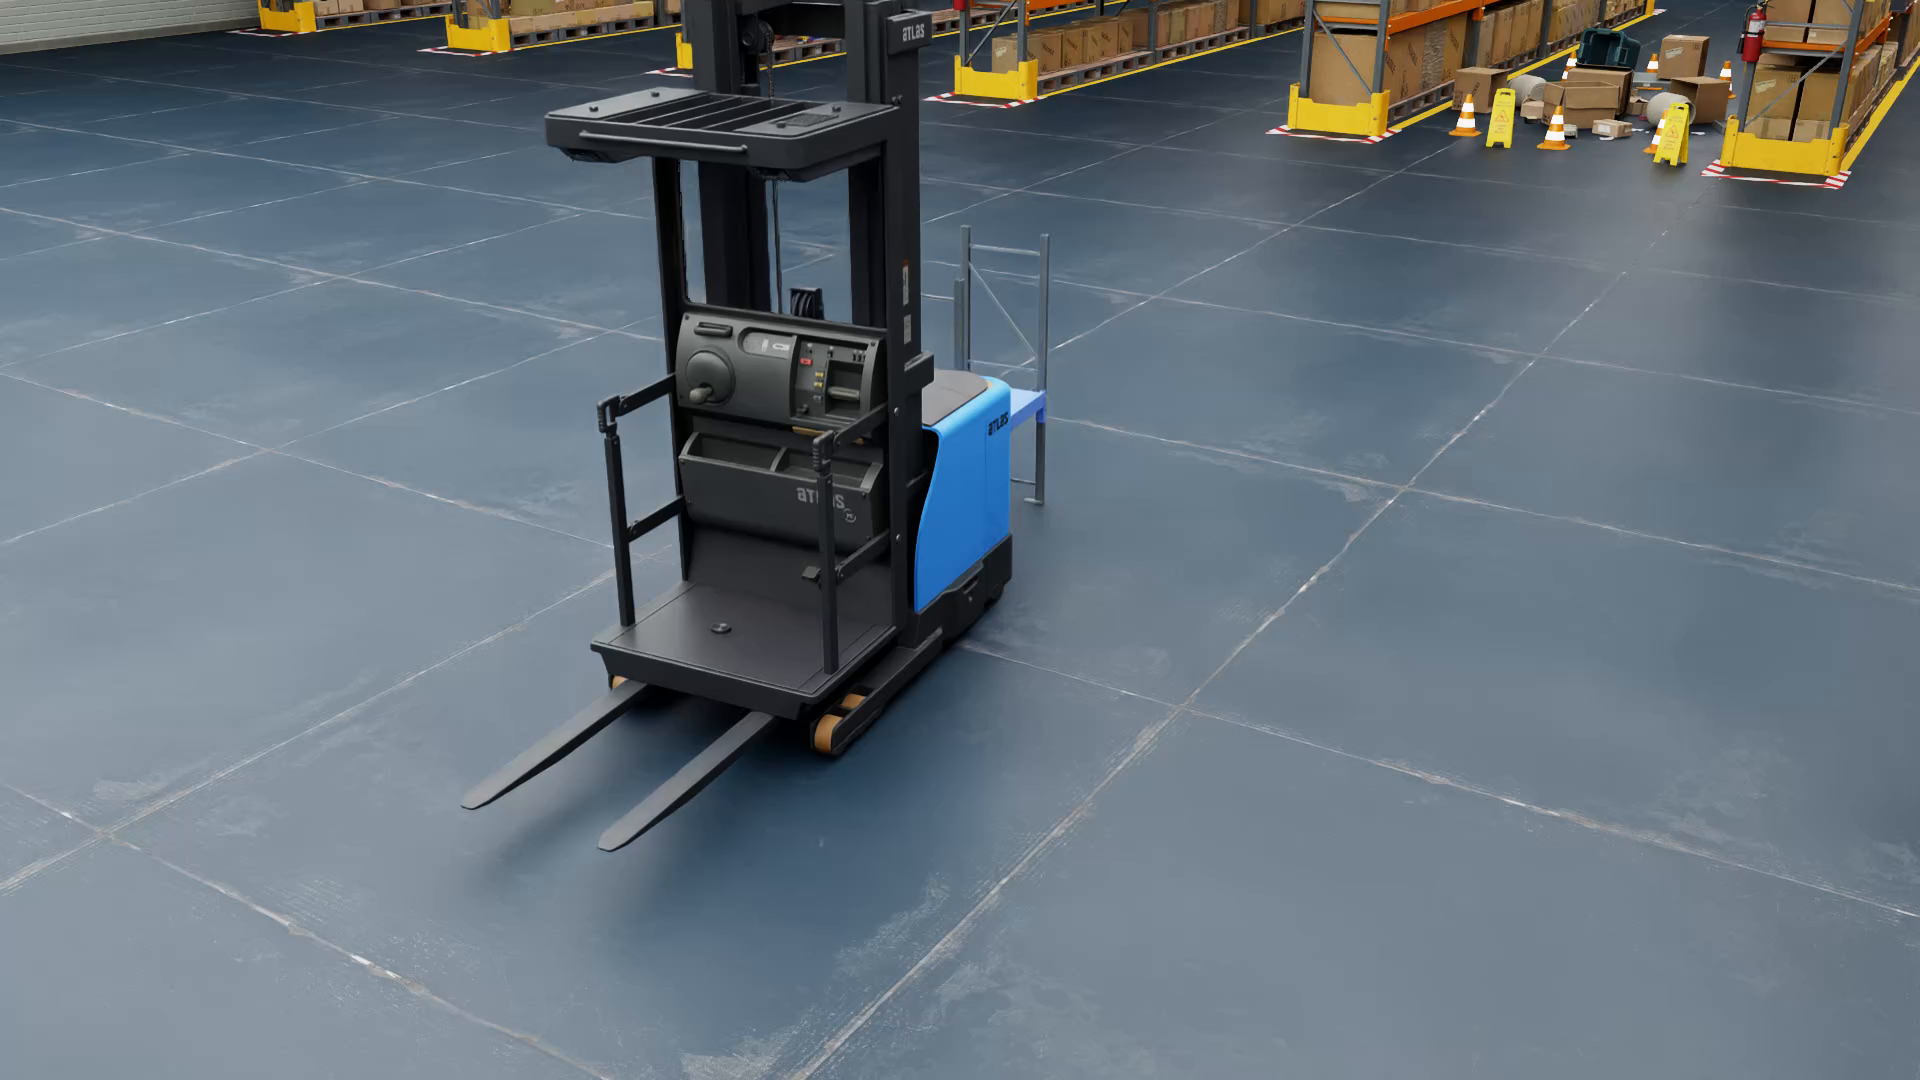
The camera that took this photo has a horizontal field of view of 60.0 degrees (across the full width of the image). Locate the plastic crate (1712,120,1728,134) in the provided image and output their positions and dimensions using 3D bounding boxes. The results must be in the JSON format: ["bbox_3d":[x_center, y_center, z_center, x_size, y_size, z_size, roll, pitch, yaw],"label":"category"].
[{"bbox_3d":[9.454,-5.045,20.304,0.402,0.080,0.583,5,24,11],"label":"plastic crate"}]

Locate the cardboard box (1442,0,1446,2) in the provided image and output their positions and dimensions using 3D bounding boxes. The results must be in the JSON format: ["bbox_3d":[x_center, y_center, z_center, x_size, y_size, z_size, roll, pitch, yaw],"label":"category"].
[{"bbox_3d":[5.880,-7.340,21.741,0.875,0.550,0.550,14,27,29],"label":"cardboard box"}]

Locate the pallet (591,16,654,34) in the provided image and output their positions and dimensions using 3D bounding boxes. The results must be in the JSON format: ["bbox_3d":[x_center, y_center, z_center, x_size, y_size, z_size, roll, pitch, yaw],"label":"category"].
[{"bbox_3d":[-6.309,-9.358,30.101,1.003,0.211,1.213,14,27,29],"label":"pallet"}]

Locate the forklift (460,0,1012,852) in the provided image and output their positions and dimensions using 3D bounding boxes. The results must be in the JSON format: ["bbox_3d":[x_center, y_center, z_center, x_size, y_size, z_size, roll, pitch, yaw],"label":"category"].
[{"bbox_3d":[-0.843,-0.670,6.608,1.130,2.935,3.031,11,26,24],"label":"forklift"}]

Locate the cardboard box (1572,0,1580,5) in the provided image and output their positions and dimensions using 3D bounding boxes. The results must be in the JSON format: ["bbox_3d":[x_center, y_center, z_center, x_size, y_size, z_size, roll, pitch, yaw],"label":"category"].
[{"bbox_3d":[9.939,-9.004,27.447,0.500,0.250,0.500,14,27,29],"label":"cardboard box"}]

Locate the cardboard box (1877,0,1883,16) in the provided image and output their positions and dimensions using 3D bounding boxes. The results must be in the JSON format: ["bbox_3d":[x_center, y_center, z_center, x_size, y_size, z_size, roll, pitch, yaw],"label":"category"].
[{"bbox_3d":[10.154,-6.198,18.792,0.500,0.500,0.500,13,27,28],"label":"cardboard box"}]

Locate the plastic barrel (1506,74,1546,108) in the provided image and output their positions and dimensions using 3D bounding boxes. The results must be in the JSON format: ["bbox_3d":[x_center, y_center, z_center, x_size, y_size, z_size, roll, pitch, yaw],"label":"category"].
[{"bbox_3d":[7.425,-5.860,21.753,0.421,0.421,0.512,-7,24,-17],"label":"plastic barrel"}]

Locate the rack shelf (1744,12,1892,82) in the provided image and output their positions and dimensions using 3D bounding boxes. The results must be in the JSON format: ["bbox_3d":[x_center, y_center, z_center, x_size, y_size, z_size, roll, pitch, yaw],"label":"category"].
[{"bbox_3d":[9.924,-5.738,19.135,1.077,0.370,4.000,14,27,29],"label":"rack shelf"}]

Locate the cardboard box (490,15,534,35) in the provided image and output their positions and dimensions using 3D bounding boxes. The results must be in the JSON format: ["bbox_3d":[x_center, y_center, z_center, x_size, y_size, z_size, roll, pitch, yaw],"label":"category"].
[{"bbox_3d":[-7.492,-8.612,27.801,0.500,0.250,0.500,14,27,29],"label":"cardboard box"}]

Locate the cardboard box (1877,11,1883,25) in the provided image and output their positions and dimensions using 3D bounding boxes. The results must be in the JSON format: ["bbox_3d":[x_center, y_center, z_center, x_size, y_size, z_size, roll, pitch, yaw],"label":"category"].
[{"bbox_3d":[10.535,-6.112,19.409,0.380,0.149,0.250,13,27,28],"label":"cardboard box"}]

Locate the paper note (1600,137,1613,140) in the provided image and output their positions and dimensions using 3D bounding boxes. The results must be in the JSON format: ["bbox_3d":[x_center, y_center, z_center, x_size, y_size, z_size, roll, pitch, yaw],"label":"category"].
[{"bbox_3d":[7.676,-4.767,19.723,0.148,0.019,0.142,5,24,11],"label":"paper note"}]

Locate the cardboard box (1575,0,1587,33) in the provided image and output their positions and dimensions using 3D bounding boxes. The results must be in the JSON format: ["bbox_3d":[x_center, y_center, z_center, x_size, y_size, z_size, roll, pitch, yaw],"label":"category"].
[{"bbox_3d":[10.219,-8.844,28.022,0.500,0.500,0.500,13,27,28],"label":"cardboard box"}]

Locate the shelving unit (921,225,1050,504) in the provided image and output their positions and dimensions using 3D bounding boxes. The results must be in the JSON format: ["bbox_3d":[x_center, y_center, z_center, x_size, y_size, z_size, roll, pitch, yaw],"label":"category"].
[{"bbox_3d":[0.013,-0.755,8.607,0.538,1.500,1.048,11,26,24],"label":"shelving unit"}]

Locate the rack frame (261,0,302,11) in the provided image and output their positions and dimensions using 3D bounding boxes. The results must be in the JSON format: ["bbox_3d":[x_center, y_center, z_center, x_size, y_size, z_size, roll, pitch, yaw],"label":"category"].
[{"bbox_3d":[-12.175,-10.584,29.423,1.000,3.000,0.127,14,27,29],"label":"rack frame"}]

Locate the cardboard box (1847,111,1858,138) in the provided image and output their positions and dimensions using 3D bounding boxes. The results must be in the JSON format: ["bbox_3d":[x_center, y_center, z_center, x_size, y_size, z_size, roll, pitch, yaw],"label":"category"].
[{"bbox_3d":[9.805,-4.709,18.785,0.500,0.250,0.500,15,28,31],"label":"cardboard box"}]

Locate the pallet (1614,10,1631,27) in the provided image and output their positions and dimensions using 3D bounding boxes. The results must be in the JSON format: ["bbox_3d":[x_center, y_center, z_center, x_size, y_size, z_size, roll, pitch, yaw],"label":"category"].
[{"bbox_3d":[11.907,-9.814,31.155,1.003,0.211,1.213,14,27,29],"label":"pallet"}]

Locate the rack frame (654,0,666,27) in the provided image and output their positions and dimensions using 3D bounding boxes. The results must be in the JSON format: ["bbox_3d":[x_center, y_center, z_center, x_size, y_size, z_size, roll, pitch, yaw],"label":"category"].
[{"bbox_3d":[-5.854,-10.897,30.147,1.000,3.000,0.127,14,27,29],"label":"rack frame"}]

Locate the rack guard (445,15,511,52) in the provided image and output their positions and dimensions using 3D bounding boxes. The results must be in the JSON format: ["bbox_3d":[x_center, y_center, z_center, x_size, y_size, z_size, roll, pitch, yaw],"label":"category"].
[{"bbox_3d":[-7.977,-8.392,27.506,1.175,0.500,0.348,14,27,29],"label":"rack guard"}]

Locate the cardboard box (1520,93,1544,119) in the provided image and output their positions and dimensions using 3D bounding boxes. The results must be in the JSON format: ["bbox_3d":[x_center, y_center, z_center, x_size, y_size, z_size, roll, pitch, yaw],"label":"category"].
[{"bbox_3d":[7.378,-5.526,21.180,0.396,0.266,0.258,20,30,38],"label":"cardboard box"}]

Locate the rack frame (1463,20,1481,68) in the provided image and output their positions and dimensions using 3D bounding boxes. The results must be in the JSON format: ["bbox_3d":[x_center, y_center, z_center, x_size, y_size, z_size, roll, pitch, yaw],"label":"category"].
[{"bbox_3d":[6.720,-7.747,22.868,1.000,3.000,0.127,14,27,29],"label":"rack frame"}]

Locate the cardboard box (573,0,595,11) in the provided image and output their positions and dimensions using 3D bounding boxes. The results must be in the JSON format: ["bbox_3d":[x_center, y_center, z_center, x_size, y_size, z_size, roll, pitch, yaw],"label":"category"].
[{"bbox_3d":[-6.699,-9.462,28.821,0.500,0.500,0.500,14,27,29],"label":"cardboard box"}]

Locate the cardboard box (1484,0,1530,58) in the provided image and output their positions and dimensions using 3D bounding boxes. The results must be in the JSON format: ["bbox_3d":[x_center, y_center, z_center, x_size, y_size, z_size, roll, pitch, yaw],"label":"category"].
[{"bbox_3d":[7.974,-7.774,25.236,1.050,0.750,0.750,14,27,30],"label":"cardboard box"}]

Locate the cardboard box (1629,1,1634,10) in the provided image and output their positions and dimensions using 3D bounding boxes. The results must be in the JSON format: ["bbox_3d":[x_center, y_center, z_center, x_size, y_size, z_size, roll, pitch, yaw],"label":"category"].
[{"bbox_3d":[12.487,-10.095,31.354,0.380,0.149,0.250,13,26,27],"label":"cardboard box"}]

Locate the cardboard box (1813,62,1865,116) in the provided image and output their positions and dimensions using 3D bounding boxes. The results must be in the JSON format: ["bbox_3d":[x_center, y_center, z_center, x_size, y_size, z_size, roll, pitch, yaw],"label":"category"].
[{"bbox_3d":[9.814,-5.068,18.670,0.500,0.500,0.500,13,26,27],"label":"cardboard box"}]

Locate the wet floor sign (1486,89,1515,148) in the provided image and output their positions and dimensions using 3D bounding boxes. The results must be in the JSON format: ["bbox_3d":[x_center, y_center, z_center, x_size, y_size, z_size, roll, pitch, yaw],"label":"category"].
[{"bbox_3d":[6.277,-4.891,19.237,0.267,0.644,0.232,9,25,20],"label":"wet floor sign"}]

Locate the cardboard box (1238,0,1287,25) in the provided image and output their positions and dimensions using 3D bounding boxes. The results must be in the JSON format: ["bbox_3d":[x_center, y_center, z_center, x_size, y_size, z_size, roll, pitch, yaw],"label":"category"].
[{"bbox_3d":[5.051,-9.616,29.333,1.225,0.875,0.875,12,26,27],"label":"cardboard box"}]

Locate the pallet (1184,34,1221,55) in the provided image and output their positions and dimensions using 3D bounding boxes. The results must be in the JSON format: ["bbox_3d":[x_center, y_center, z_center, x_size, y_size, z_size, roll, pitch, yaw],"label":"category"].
[{"bbox_3d":[3.612,-8.217,27.465,1.003,0.211,1.213,14,27,29],"label":"pallet"}]

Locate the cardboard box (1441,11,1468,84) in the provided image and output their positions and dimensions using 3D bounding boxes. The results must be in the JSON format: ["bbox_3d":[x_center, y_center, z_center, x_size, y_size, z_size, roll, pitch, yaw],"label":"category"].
[{"bbox_3d":[6.329,-6.767,22.751,0.875,0.875,0.875,14,27,30],"label":"cardboard box"}]

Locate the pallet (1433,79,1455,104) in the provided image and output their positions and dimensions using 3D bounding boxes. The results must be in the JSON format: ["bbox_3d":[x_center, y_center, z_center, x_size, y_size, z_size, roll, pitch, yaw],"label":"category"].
[{"bbox_3d":[6.253,-6.227,22.867,1.003,0.211,1.213,14,27,29],"label":"pallet"}]

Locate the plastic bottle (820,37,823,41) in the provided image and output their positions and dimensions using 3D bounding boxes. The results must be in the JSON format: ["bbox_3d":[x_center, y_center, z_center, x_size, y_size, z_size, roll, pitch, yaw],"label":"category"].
[{"bbox_3d":[-2.251,-8.155,26.781,0.097,0.201,0.097,0,23,0],"label":"plastic bottle"}]

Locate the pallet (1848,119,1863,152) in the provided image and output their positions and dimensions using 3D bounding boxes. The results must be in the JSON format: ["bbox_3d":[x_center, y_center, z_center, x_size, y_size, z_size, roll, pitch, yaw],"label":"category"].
[{"bbox_3d":[10.012,-4.816,19.609,1.003,0.211,1.213,14,27,29],"label":"pallet"}]

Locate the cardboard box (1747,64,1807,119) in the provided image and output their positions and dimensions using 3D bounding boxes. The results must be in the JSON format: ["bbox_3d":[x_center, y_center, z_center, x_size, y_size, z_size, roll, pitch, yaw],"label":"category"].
[{"bbox_3d":[9.070,-4.993,18.497,0.500,0.500,0.500,14,27,29],"label":"cardboard box"}]

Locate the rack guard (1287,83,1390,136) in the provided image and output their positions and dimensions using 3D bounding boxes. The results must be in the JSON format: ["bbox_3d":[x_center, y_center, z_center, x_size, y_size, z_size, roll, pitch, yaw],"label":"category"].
[{"bbox_3d":[4.598,-5.241,20.228,1.175,0.500,0.348,14,27,29],"label":"rack guard"}]

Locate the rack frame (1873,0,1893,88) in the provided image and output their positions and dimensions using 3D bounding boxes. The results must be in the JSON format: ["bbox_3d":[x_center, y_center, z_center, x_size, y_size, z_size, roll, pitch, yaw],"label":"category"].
[{"bbox_3d":[10.979,-6.743,20.551,1.000,3.000,0.127,14,27,29],"label":"rack frame"}]

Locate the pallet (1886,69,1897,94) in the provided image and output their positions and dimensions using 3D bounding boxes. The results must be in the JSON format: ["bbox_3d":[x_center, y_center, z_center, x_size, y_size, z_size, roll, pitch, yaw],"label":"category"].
[{"bbox_3d":[12.675,-6.550,23.615,1.003,0.211,1.213,14,27,29],"label":"pallet"}]

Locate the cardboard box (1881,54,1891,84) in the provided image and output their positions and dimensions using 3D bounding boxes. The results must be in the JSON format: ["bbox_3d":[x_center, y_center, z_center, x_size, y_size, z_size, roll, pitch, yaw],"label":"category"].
[{"bbox_3d":[11.995,-6.386,22.505,0.950,0.372,0.625,15,28,31],"label":"cardboard box"}]

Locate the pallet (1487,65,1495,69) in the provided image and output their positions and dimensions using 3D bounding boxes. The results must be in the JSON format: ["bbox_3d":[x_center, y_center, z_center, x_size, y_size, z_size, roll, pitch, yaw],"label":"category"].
[{"bbox_3d":[7.063,-6.743,24.061,1.003,0.211,1.213,14,27,29],"label":"pallet"}]

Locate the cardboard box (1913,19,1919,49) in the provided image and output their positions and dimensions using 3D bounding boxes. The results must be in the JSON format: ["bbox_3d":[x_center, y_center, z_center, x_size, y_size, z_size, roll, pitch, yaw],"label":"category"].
[{"bbox_3d":[14.470,-8.129,25.897,0.875,0.875,0.875,15,27,30],"label":"cardboard box"}]

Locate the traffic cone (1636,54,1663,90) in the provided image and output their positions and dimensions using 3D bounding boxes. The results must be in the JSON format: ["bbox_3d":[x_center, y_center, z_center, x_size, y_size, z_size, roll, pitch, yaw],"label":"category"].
[{"bbox_3d":[9.747,-6.598,23.410,0.336,0.463,0.334,14,27,29],"label":"traffic cone"}]

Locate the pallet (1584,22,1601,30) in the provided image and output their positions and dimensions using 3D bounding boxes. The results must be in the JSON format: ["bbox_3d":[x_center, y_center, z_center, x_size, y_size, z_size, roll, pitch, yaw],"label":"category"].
[{"bbox_3d":[10.531,-8.904,29.052,1.003,0.211,1.213,14,27,29],"label":"pallet"}]

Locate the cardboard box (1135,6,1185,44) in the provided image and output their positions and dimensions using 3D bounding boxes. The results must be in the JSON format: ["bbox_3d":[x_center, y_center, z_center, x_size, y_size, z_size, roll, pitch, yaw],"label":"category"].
[{"bbox_3d":[3.170,-8.235,26.589,0.700,0.500,0.500,14,27,29],"label":"cardboard box"}]

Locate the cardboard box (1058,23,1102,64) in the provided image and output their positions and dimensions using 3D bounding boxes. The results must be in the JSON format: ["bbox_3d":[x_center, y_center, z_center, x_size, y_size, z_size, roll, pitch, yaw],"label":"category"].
[{"bbox_3d":[1.758,-7.318,24.497,0.500,0.500,0.500,11,26,24],"label":"cardboard box"}]

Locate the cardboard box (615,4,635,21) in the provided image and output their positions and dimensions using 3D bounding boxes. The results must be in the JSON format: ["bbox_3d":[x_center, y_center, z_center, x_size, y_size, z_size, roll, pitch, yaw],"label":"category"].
[{"bbox_3d":[-6.185,-9.459,29.757,0.500,0.250,0.500,14,27,29],"label":"cardboard box"}]

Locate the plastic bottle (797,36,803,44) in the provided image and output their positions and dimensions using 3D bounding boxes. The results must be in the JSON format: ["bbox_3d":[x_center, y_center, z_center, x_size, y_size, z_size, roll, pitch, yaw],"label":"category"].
[{"bbox_3d":[-2.537,-8.004,26.345,0.097,0.271,0.097,0,23,0],"label":"plastic bottle"}]

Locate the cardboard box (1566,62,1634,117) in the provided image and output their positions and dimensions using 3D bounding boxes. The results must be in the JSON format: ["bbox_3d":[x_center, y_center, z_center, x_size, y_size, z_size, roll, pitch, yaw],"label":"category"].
[{"bbox_3d":[8.131,-5.751,21.230,0.797,0.637,0.503,14,27,29],"label":"cardboard box"}]

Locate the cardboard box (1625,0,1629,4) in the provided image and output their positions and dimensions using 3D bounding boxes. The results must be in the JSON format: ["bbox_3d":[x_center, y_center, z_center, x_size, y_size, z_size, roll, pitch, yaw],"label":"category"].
[{"bbox_3d":[12.207,-10.045,30.863,0.380,0.149,0.250,14,27,29],"label":"cardboard box"}]

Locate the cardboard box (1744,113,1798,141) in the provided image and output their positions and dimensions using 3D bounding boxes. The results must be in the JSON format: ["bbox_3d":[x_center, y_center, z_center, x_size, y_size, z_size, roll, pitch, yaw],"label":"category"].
[{"bbox_3d":[9.079,-4.661,18.675,0.500,0.250,0.500,14,27,29],"label":"cardboard box"}]

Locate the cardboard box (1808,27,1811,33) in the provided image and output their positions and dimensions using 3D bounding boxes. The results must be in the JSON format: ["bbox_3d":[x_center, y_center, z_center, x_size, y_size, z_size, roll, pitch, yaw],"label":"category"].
[{"bbox_3d":[9.442,-5.790,18.665,0.380,0.149,0.250,14,27,30],"label":"cardboard box"}]

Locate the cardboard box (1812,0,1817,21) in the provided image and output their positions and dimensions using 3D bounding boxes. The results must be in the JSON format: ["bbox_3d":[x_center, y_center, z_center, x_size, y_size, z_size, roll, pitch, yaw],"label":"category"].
[{"bbox_3d":[9.189,-5.985,18.298,0.500,0.500,0.500,14,27,29],"label":"cardboard box"}]

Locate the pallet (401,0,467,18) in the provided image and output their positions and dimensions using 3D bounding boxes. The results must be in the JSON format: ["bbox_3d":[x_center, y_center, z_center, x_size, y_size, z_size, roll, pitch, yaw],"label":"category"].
[{"bbox_3d":[-10.389,-10.420,32.555,1.003,0.211,1.213,14,27,29],"label":"pallet"}]
